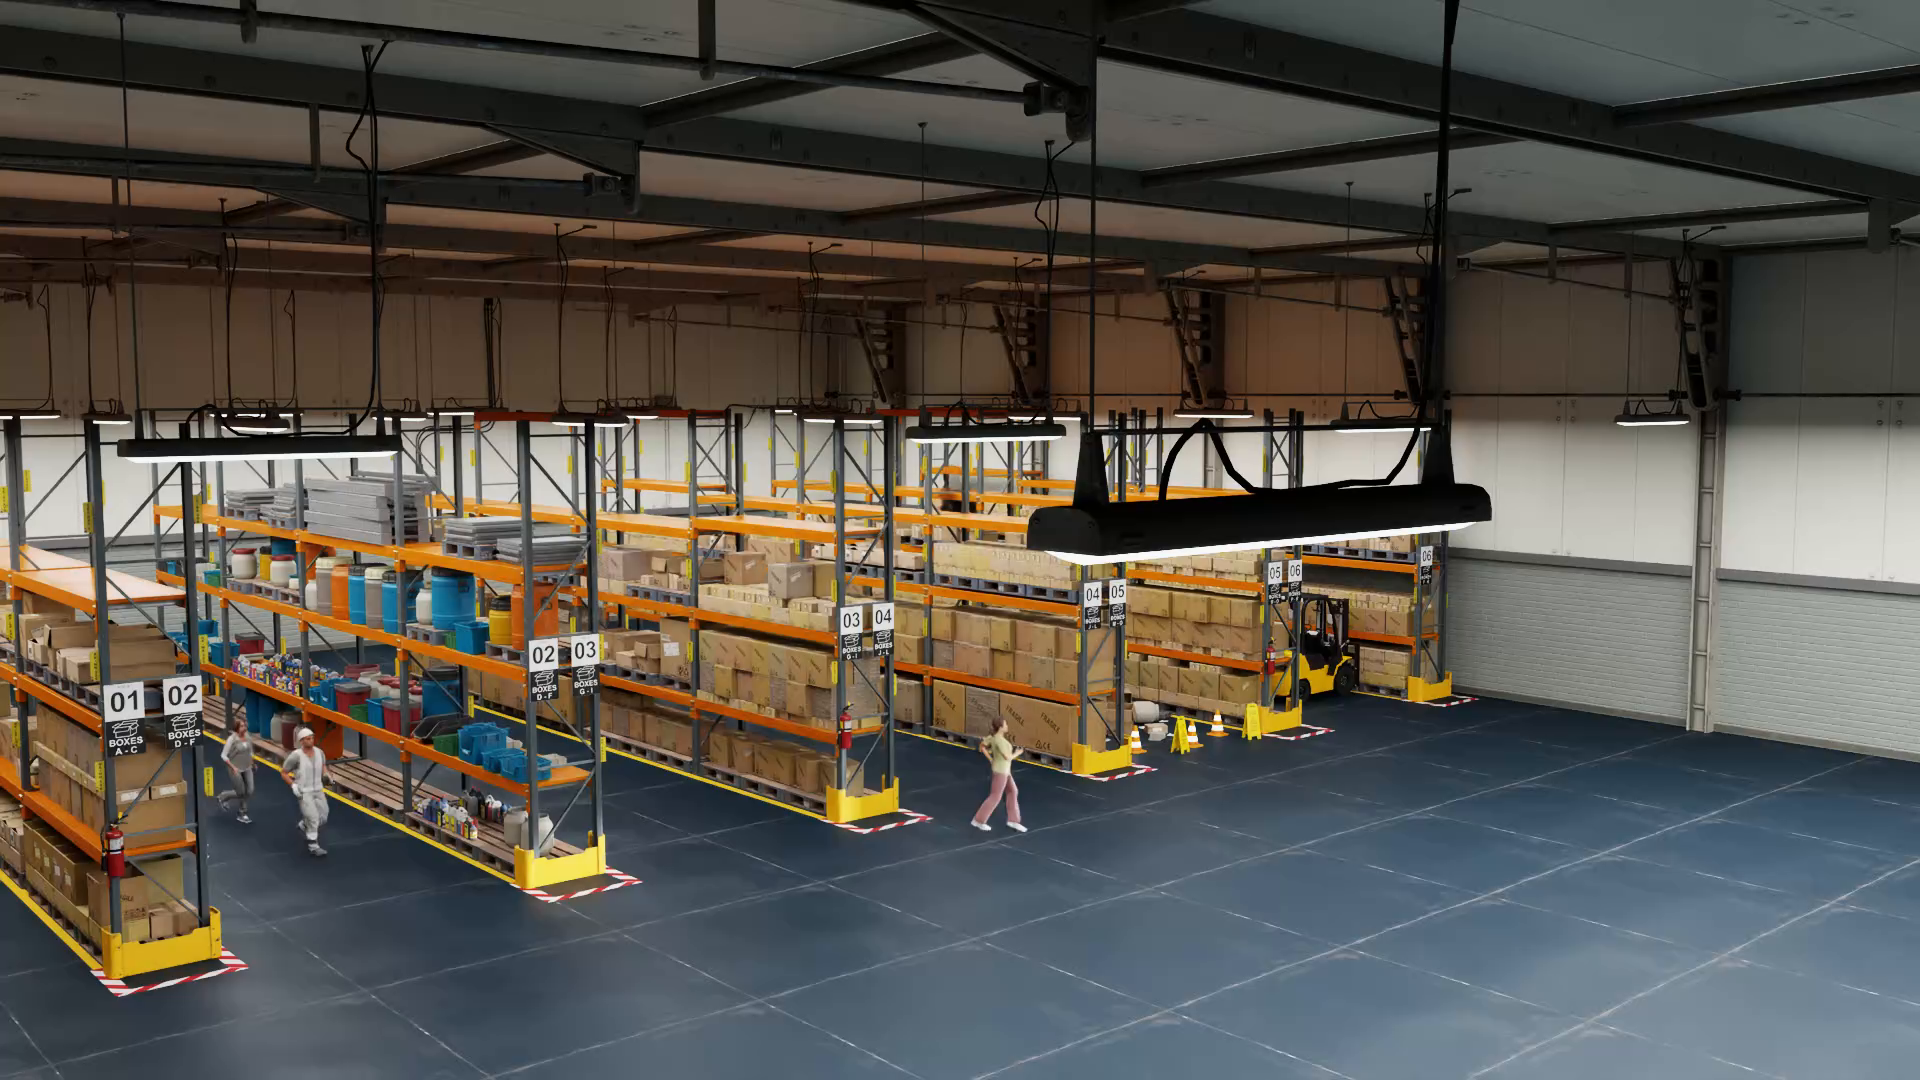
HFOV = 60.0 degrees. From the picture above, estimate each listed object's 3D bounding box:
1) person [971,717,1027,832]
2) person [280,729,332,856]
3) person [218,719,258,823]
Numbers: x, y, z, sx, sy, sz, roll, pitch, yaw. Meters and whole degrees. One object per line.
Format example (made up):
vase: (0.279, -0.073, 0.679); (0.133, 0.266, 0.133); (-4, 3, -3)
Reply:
person: (0.564, 3.387, 23.906); (0.845, 1.707, 0.554); (-1, 5, -9)
person: (-8.976, 3.452, 22.853); (0.692, 1.747, 0.651); (3, 6, 34)
person: (-10.715, 3.402, 24.639); (0.598, 1.554, 0.522); (3, 6, 31)
